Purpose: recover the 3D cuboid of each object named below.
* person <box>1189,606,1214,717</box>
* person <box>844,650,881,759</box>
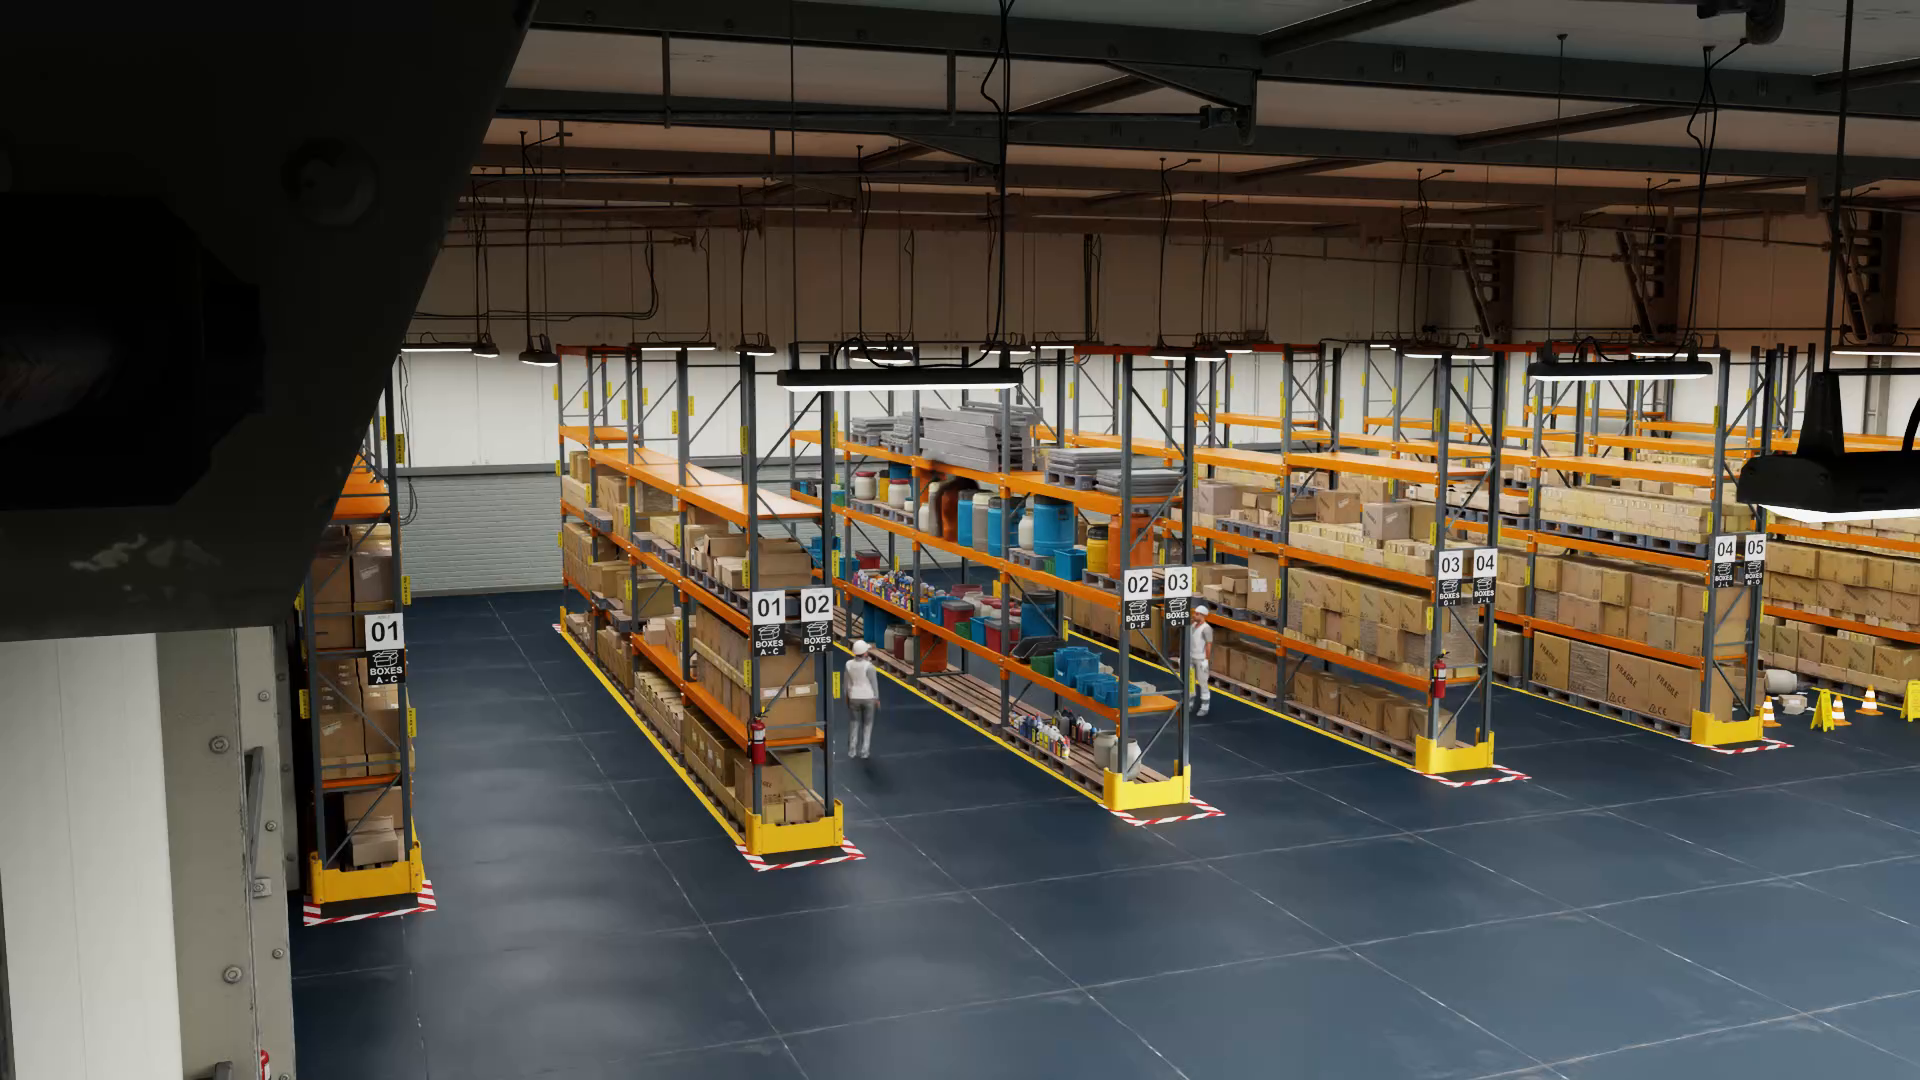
[{"bbox_3d":[9.640,1.090,28.160,9.923,3.336,7.275,-7,10,-44],"label":"person"},{"bbox_3d":[-1.430,2.372,24.539,0.556,1.741,0.448,4,8,26],"label":"person"}]
